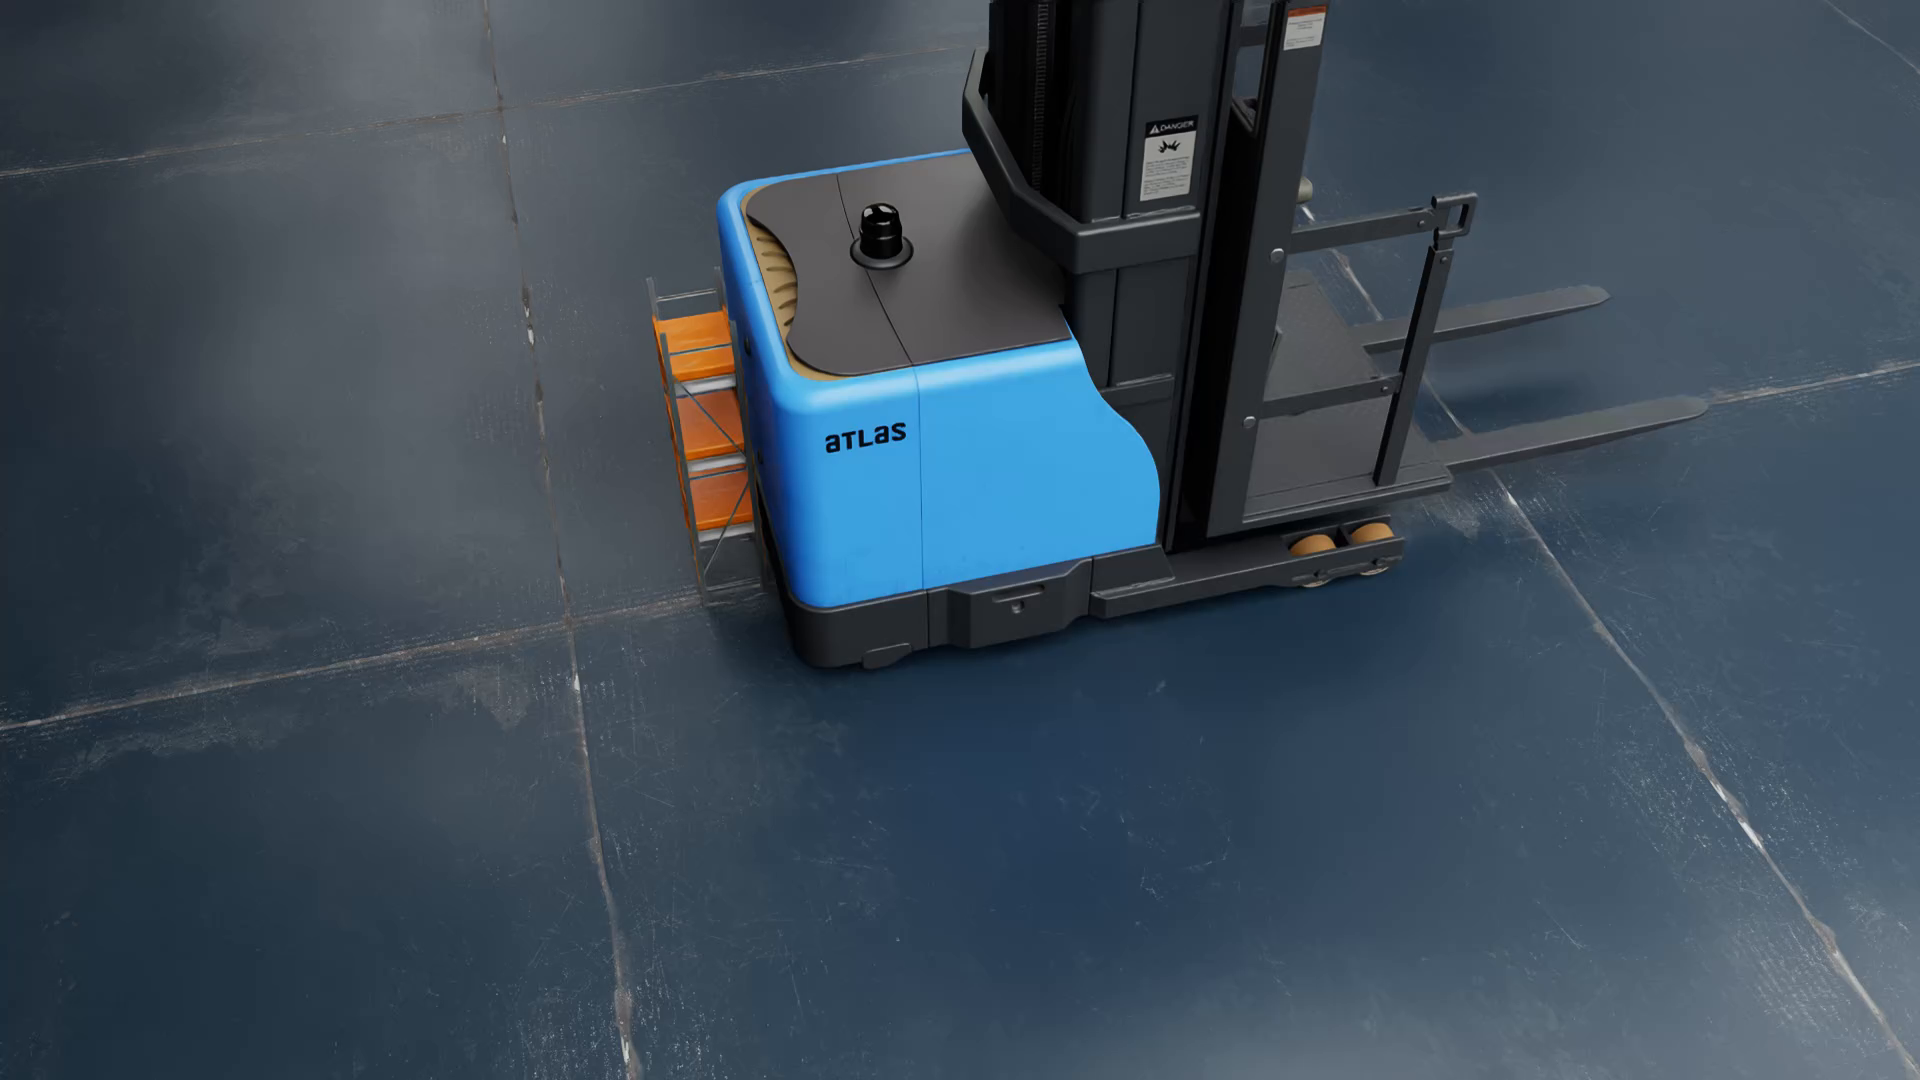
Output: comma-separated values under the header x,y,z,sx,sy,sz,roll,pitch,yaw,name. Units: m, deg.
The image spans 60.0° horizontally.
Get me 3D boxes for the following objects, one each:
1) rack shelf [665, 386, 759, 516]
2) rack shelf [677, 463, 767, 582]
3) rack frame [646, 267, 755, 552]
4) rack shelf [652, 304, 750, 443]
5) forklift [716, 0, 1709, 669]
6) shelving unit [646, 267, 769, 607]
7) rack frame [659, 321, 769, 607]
x,y,z,sx,sy,sz,roll,pitch,yaw,name
-0.714,-0.261,4.785,0.215,0.259,0.240,-11,47,-11,rack shelf
-0.713,-0.066,4.984,0.215,0.259,0.240,-11,47,-11,rack shelf
-0.746,-0.352,4.860,0.200,1.050,0.008,-11,47,-11,rack frame
-0.714,-0.459,4.583,0.215,0.259,0.240,-11,47,-11,rack shelf
0.866,-1.236,4.409,3.031,2.935,1.130,-11,47,-11,forklift
-0.714,-0.268,4.778,0.215,1.050,0.252,-11,47,-11,shelving unit
-0.682,-0.184,4.695,0.200,1.050,0.008,-11,47,-11,rack frame
